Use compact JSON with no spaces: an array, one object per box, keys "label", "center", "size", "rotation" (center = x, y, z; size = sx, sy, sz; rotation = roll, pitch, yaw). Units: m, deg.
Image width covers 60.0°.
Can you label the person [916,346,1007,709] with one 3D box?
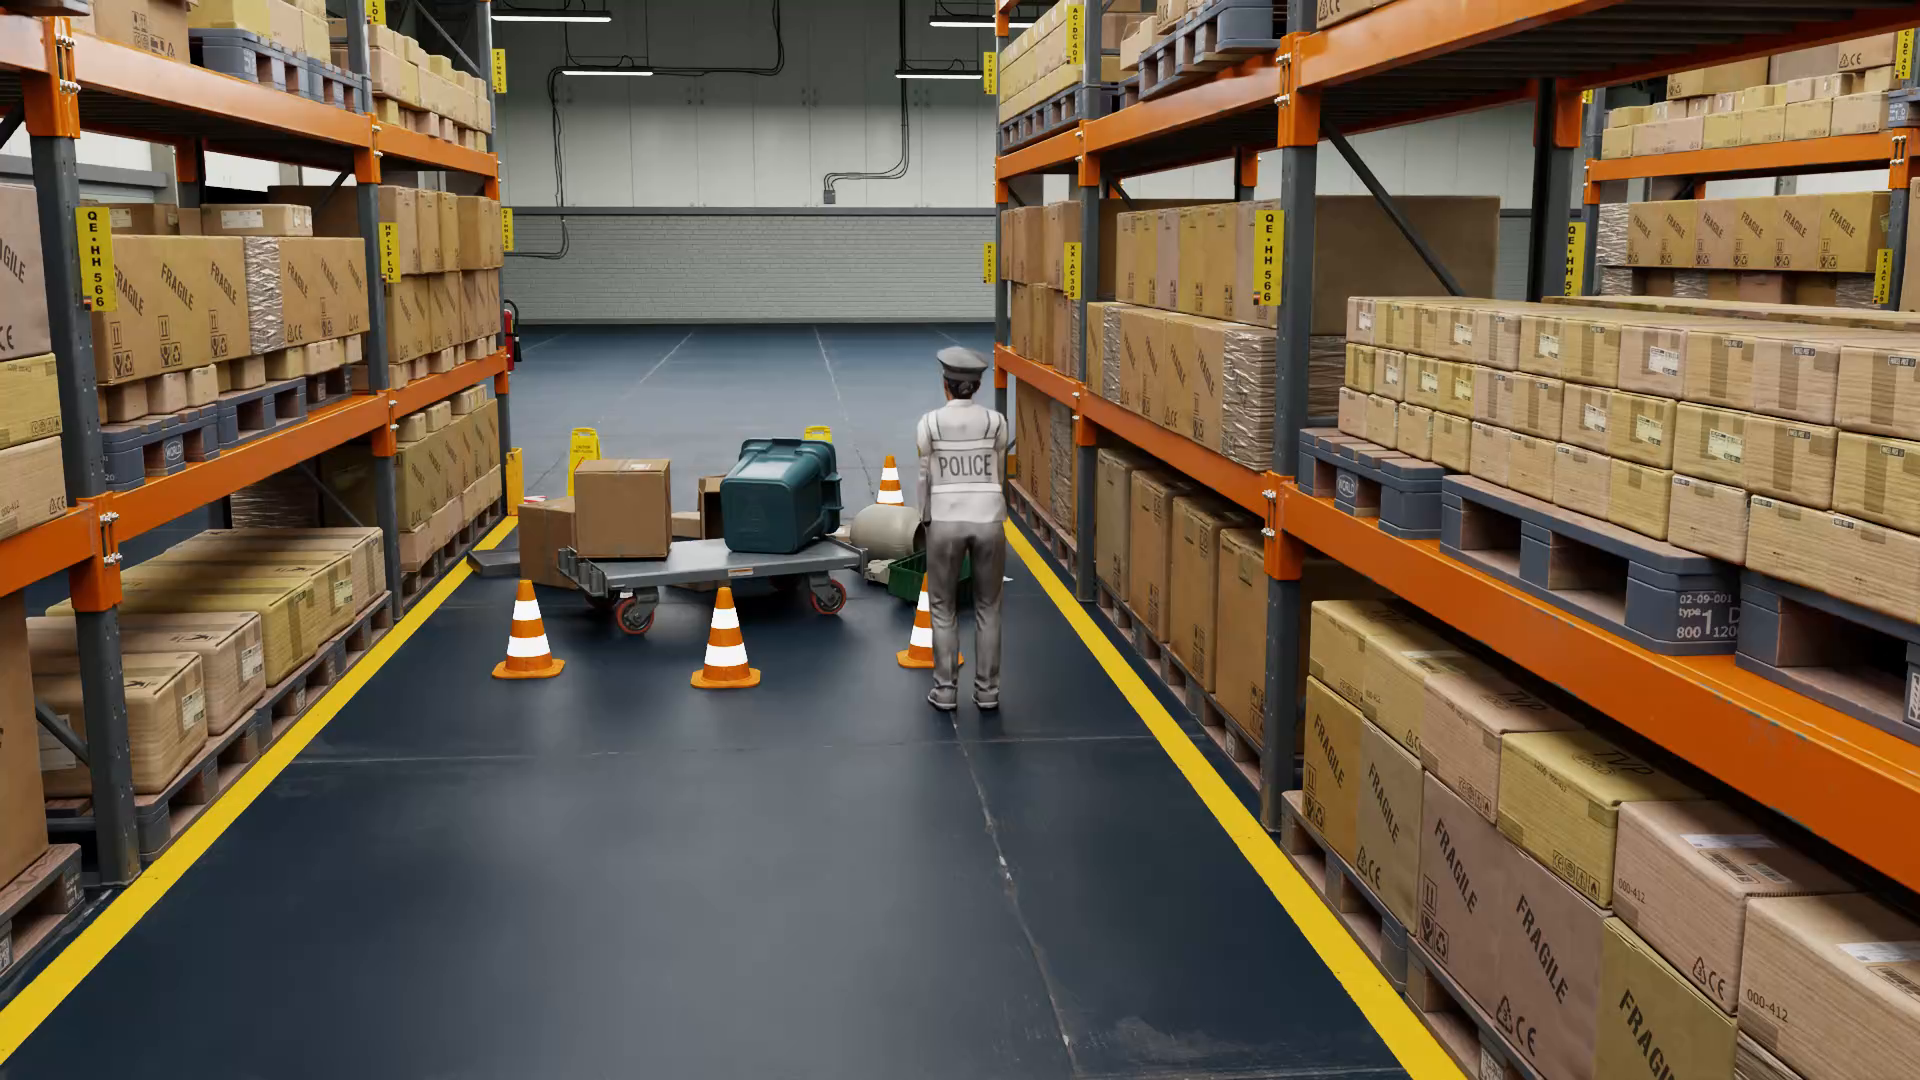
[{"label":"person","center":[0.003,-0.051,7.679],"size":[0.415,1.677,0.533],"rotation":[-1,10,-7]}]
